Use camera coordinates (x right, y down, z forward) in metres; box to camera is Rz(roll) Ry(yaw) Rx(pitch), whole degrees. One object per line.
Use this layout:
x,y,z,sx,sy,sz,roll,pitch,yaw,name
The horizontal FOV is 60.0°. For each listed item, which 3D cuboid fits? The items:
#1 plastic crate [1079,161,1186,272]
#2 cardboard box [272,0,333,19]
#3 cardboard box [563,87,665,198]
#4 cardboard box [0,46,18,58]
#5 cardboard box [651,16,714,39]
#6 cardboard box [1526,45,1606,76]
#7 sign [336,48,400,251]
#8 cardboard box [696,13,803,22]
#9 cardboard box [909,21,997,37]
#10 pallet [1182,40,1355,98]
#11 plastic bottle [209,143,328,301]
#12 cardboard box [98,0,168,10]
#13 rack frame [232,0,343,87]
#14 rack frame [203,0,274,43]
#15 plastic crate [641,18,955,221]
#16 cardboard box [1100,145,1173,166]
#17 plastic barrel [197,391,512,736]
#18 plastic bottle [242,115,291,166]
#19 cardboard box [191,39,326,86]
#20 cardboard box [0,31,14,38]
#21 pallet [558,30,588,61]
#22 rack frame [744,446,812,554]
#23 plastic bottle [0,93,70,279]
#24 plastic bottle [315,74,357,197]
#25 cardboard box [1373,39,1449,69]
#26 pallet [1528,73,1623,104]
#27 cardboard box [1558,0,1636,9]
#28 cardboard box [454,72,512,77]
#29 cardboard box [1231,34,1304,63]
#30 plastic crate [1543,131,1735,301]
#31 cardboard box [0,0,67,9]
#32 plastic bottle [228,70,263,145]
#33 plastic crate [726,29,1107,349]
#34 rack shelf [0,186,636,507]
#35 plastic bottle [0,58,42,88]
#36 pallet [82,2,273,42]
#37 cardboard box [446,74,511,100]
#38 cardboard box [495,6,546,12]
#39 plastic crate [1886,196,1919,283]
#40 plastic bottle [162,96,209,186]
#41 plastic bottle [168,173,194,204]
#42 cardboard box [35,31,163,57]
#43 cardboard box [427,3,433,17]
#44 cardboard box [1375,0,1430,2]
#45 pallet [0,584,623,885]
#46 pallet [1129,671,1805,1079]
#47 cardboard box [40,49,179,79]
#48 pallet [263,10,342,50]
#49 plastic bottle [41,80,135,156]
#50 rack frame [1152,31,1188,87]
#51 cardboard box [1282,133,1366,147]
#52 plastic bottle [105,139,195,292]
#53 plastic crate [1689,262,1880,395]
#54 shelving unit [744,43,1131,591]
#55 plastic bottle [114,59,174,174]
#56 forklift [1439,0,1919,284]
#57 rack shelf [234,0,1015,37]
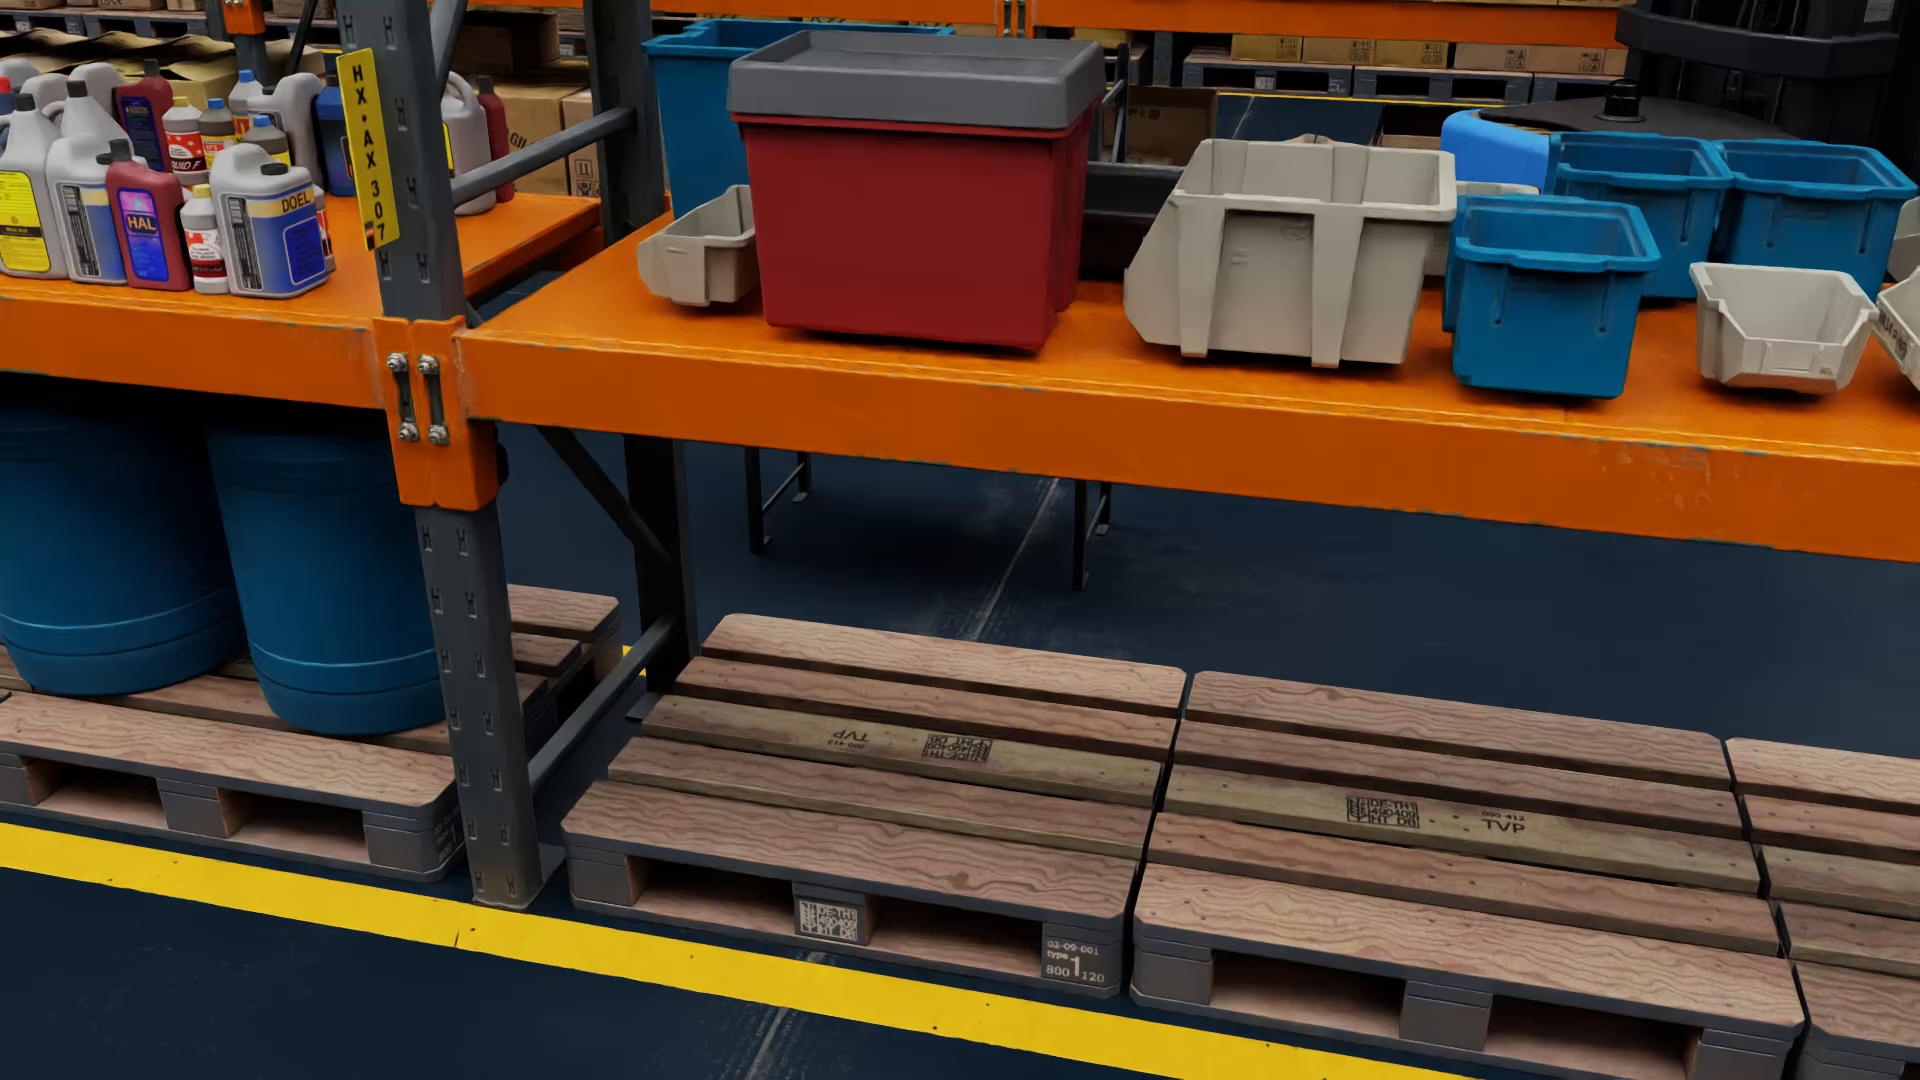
0.284,-0.661,3.400,0.590,0.125,0.437,6,26,13,plastic crate
-5.431,-4.746,14.125,0.500,0.500,0.700,7,26,15,cardboard box
-1.634,-1.996,8.348,0.500,0.500,0.500,5,26,11,cardboard box
-5.550,-2.574,9.225,0.500,0.311,0.500,7,26,14,cardboard box
-1.492,-2.551,8.642,0.500,0.250,0.500,6,26,12,cardboard box
4.287,-3.611,11.764,0.500,0.500,0.700,6,26,13,cardboard box
-1.006,-0.663,2.831,0.005,0.325,0.100,6,26,13,sign
-1.594,-4.405,13.025,0.750,0.750,0.750,6,26,12,cardboard box
0.077,-4.219,12.635,0.750,0.750,0.750,7,26,15,cardboard box
2.317,-3.518,12.394,1.213,0.211,1.003,6,26,13,pallet
-1.329,-0.618,3.203,0.135,0.276,0.152,6,26,13,plastic bottle
-7.163,-4.912,14.474,0.500,0.500,0.500,4,26,9,cardboard box
-3.504,-3.257,8.601,0.127,3.000,1.000,6,26,13,rack frame
-6.148,-5.747,13.833,0.127,3.000,1.000,6,26,13,rack frame
-0.330,-0.878,3.554,0.575,0.384,0.392,6,26,13,plastic crate
0.723,-1.678,7.901,0.500,0.311,0.500,6,26,13,cardboard box
-1.390,-0.074,3.869,0.708,0.901,0.600,6,26,13,plastic barrel
-1.588,-0.870,3.820,0.097,0.201,0.097,0,25,0,plastic bottle
-3.938,-2.636,9.356,0.500,0.311,0.500,7,26,15,cardboard box
-5.926,-2.855,9.814,0.500,0.311,0.500,6,26,13,cardboard box
-3.030,-4.144,13.710,1.213,0.211,1.003,6,26,13,pallet
-0.575,-0.741,5.061,0.032,1.500,0.500,6,26,13,rack frame
-1.839,-0.706,3.302,0.185,0.351,0.144,6,26,13,plastic bottle
-1.456,-0.955,3.916,0.097,0.271,0.097,0,25,0,plastic bottle
3.281,-3.718,11.990,0.500,0.500,0.700,7,26,14,cardboard box
4.680,-3.257,11.845,1.213,0.211,1.003,6,26,13,pallet
2.757,-2.490,6.874,0.500,0.500,0.500,7,26,13,cardboard box
-2.540,-2.324,9.038,0.500,0.500,0.500,7,26,15,cardboard box
2.299,-3.829,12.223,0.500,0.500,0.700,7,26,14,cardboard box
1.284,-0.626,3.201,0.300,0.233,0.416,6,26,13,plastic crate
-8.124,-4.974,14.604,0.500,0.500,0.700,5,26,10,cardboard box
-1.680,-0.980,3.968,0.097,0.271,0.097,0,25,0,plastic bottle
-0.065,-0.623,2.924,0.583,0.464,0.402,6,26,13,plastic crate
-2.804,-0.656,3.975,4.000,0.370,1.077,6,26,13,rack shelf
-2.342,-1.043,4.095,0.135,0.276,0.152,6,26,13,plastic bottle
-6.807,-4.546,14.552,1.213,0.211,1.003,6,26,13,pallet
-2.626,-2.105,8.578,0.500,0.500,0.500,5,26,11,cardboard box
-3.454,-4.548,13.710,0.500,0.500,0.700,6,26,13,cardboard box
1.903,-0.551,3.155,0.298,0.136,0.250,6,26,13,plastic crate
-1.869,-0.969,4.027,0.097,0.201,0.097,0,25,0,plastic bottle
-1.563,-0.625,3.305,0.097,0.201,0.097,0,25,0,plastic bottle
-4.942,-2.744,9.583,0.500,0.311,0.500,6,26,12,cardboard box
-4.434,-4.640,13.902,0.500,0.500,0.700,7,26,14,cardboard box
1.777,-2.597,7.100,0.500,0.500,0.500,6,26,13,cardboard box
-1.604,0.393,4.180,1.213,0.211,1.003,6,26,13,pallet
1.040,0.685,3.566,1.213,0.211,1.003,6,26,13,pallet
-4.577,-2.464,8.995,0.500,0.311,0.500,6,26,12,cardboard box
-5.393,-4.406,14.258,1.213,0.211,1.003,6,26,13,pallet
-1.803,-0.767,3.428,0.185,0.351,0.144,6,26,13,plastic bottle
1.600,-4.891,12.034,0.127,3.000,1.000,6,26,13,rack frame
1.719,-1.790,8.136,0.500,0.311,0.500,6,26,13,cardboard box
-1.565,-0.627,3.214,0.133,0.283,0.061,6,26,13,plastic bottle
1.328,-0.339,2.709,0.250,0.136,0.298,6,26,13,plastic crate
-0.083,-0.686,4.947,1.048,1.500,0.538,6,26,13,shelving unit
-1.976,-1.026,4.051,0.133,0.283,0.061,6,26,13,plastic bottle
3.286,-1.980,6.000,3.031,2.935,1.130,-11,28,-22,forklift
-1.567,-2.718,8.306,4.000,0.370,1.077,6,26,13,rack shelf
